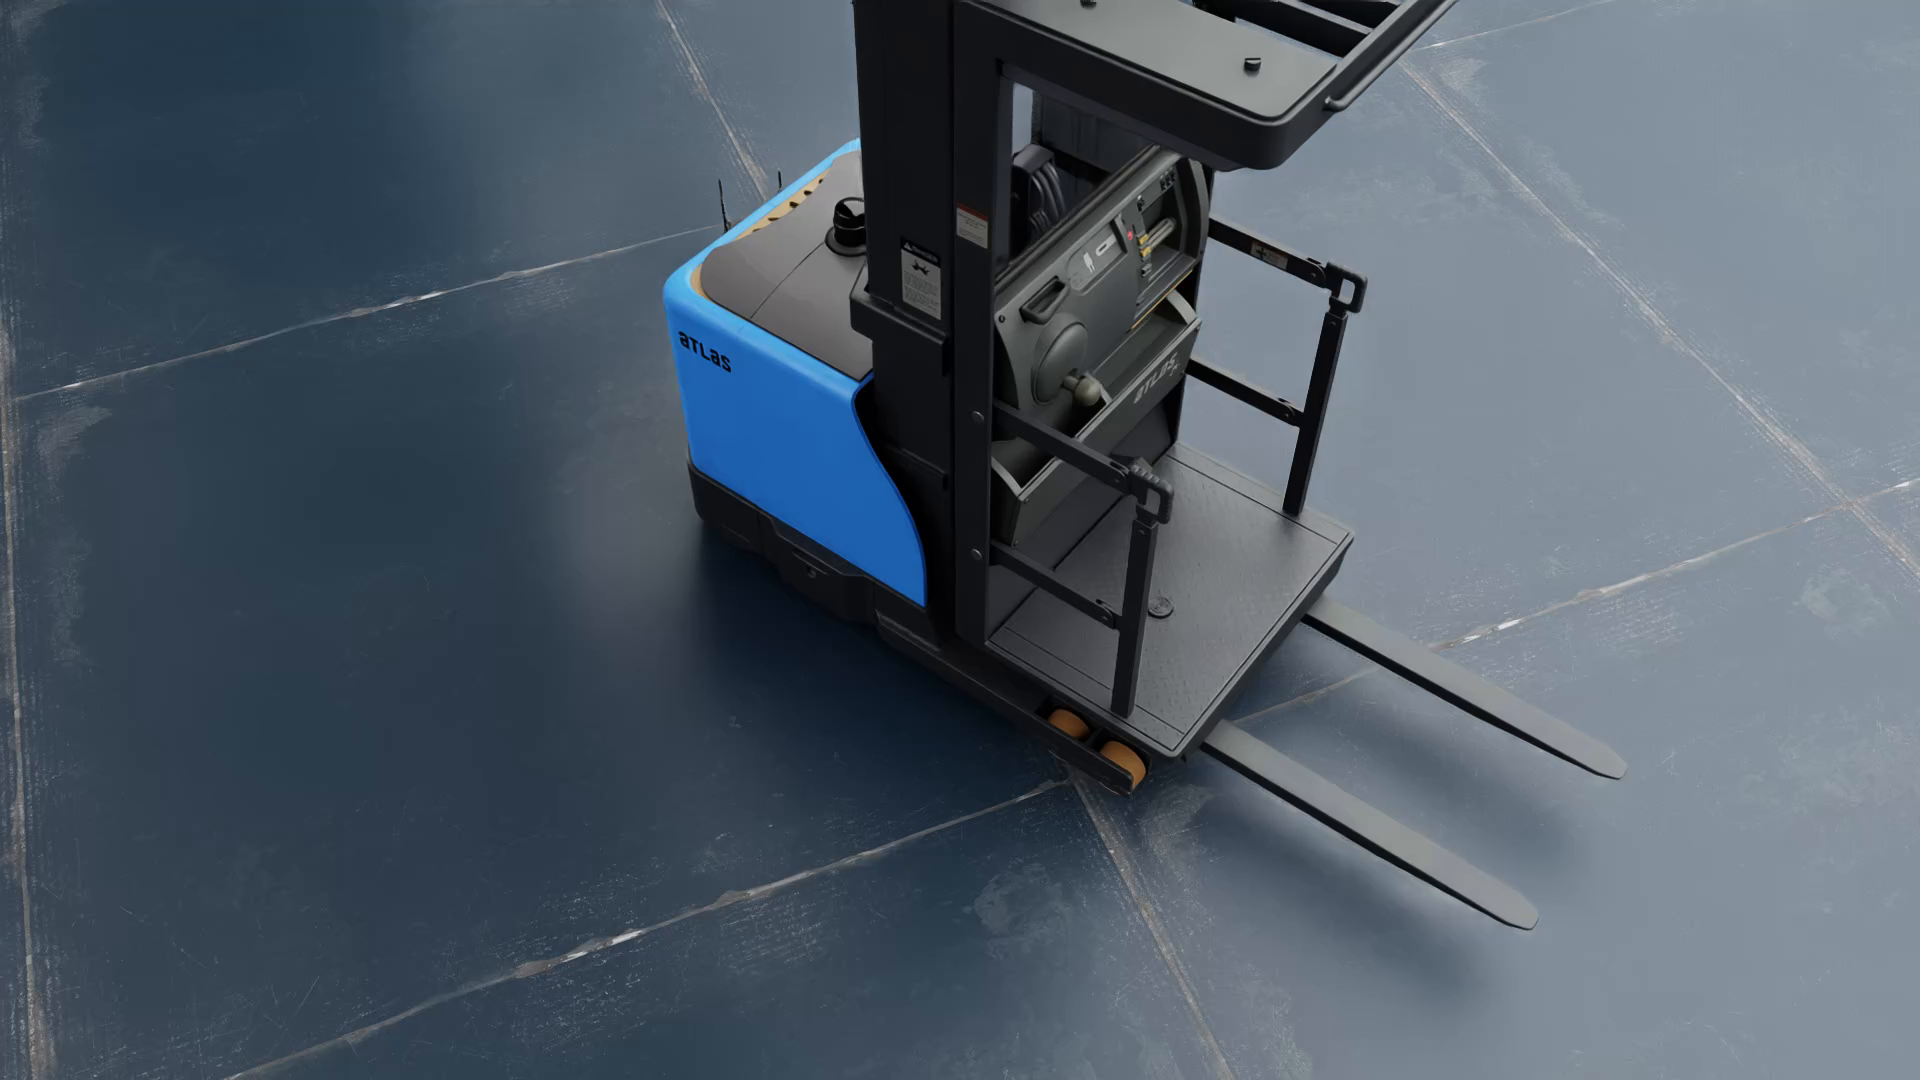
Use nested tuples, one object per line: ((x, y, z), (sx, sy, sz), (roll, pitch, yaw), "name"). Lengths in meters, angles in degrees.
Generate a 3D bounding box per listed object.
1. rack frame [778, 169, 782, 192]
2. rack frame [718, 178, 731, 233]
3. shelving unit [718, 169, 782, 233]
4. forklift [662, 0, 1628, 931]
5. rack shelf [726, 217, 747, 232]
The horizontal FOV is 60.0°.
((-0.588, -0.877, 5.910), (0.006, 0.900, 0.240), (-10, 50, -9), "rack frame")
((-0.785, -0.841, 5.879), (0.006, 0.900, 0.240), (-10, 50, -9), "rack frame")
((-0.687, -0.859, 5.895), (0.210, 0.900, 0.258), (-10, 50, -9), "shelving unit")
((0.560, -0.642, 4.369), (3.031, 2.935, 1.130), (30, 56, 23), "forklift")
((-0.687, -1.013, 5.715), (0.200, 0.077, 0.258), (-10, 50, -9), "rack shelf")
